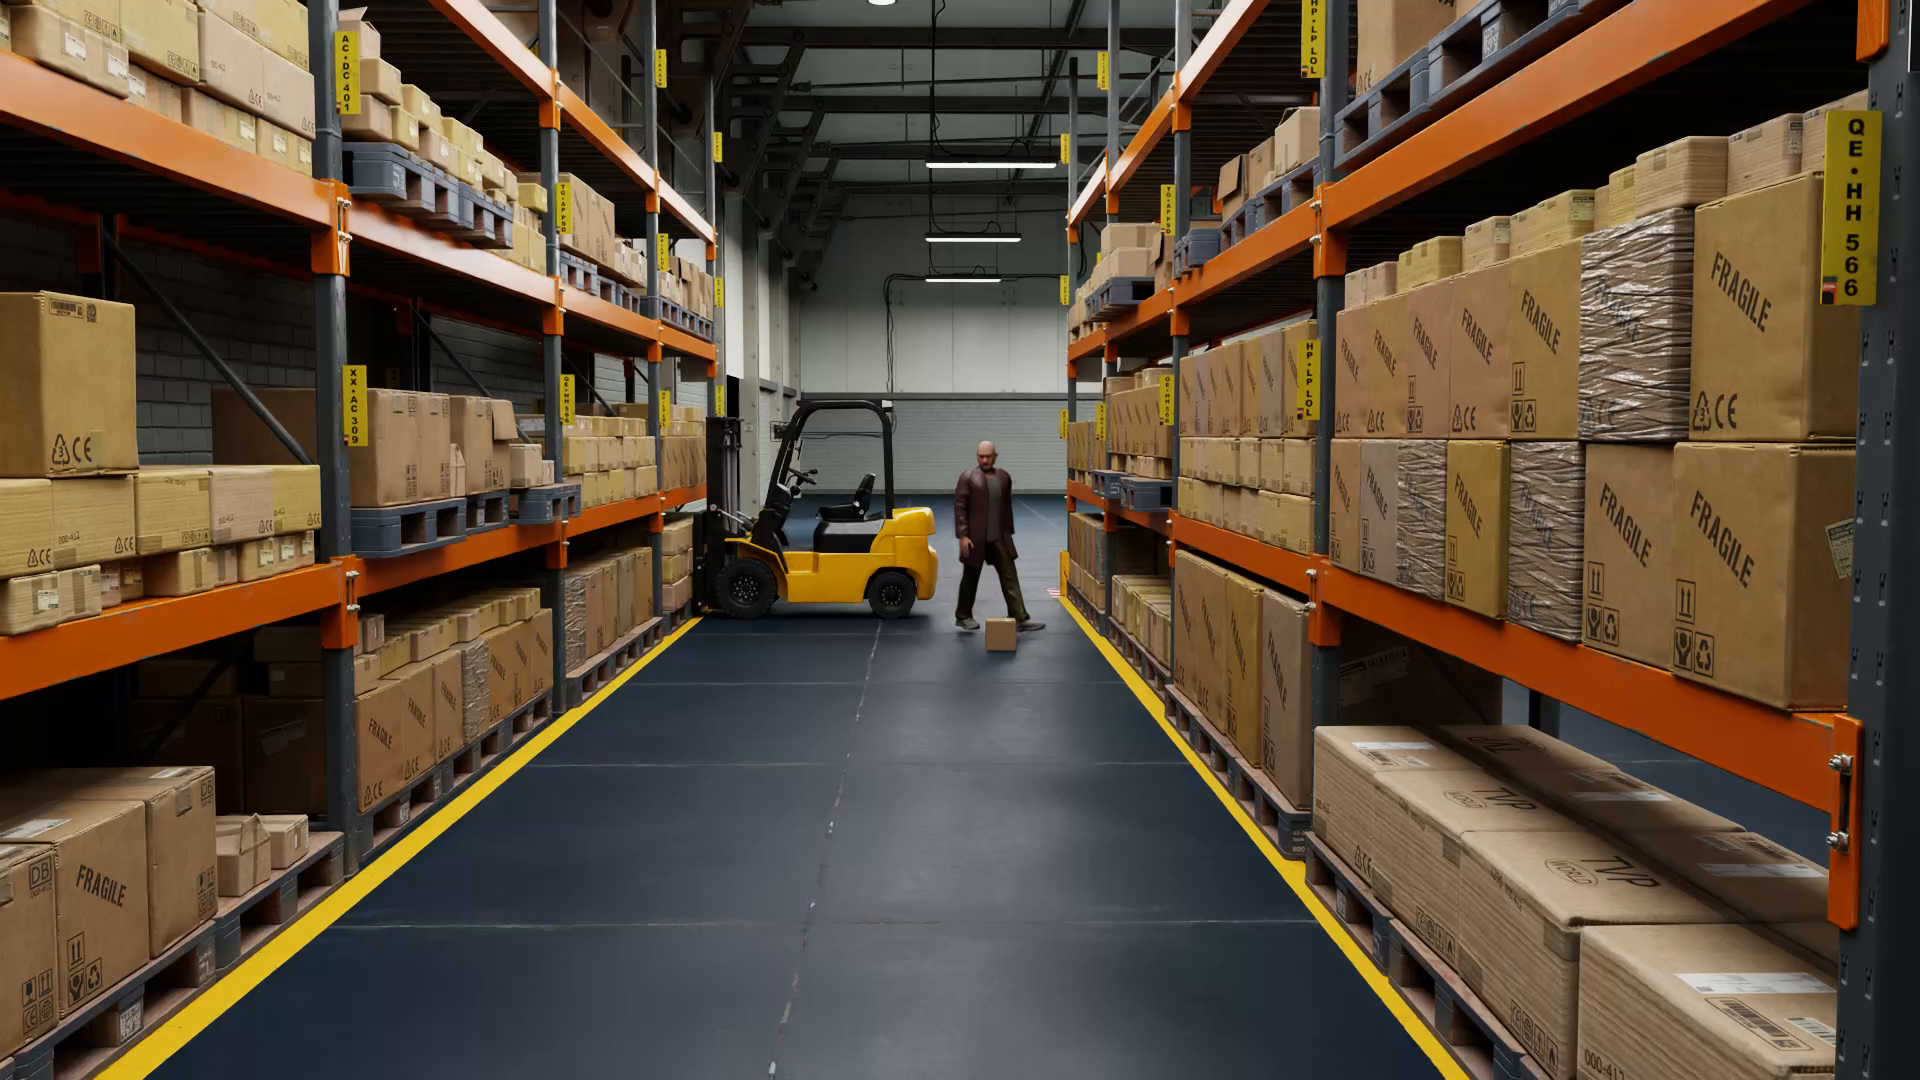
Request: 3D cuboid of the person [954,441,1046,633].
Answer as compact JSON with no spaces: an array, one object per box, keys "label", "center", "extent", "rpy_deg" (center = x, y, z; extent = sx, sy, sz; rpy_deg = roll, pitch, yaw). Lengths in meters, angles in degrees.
[{"label":"person","center":[0.275,-0.030,15.024],"extent":[0.650,1.732,0.986],"rpy_deg":[-2,4,-25]}]
